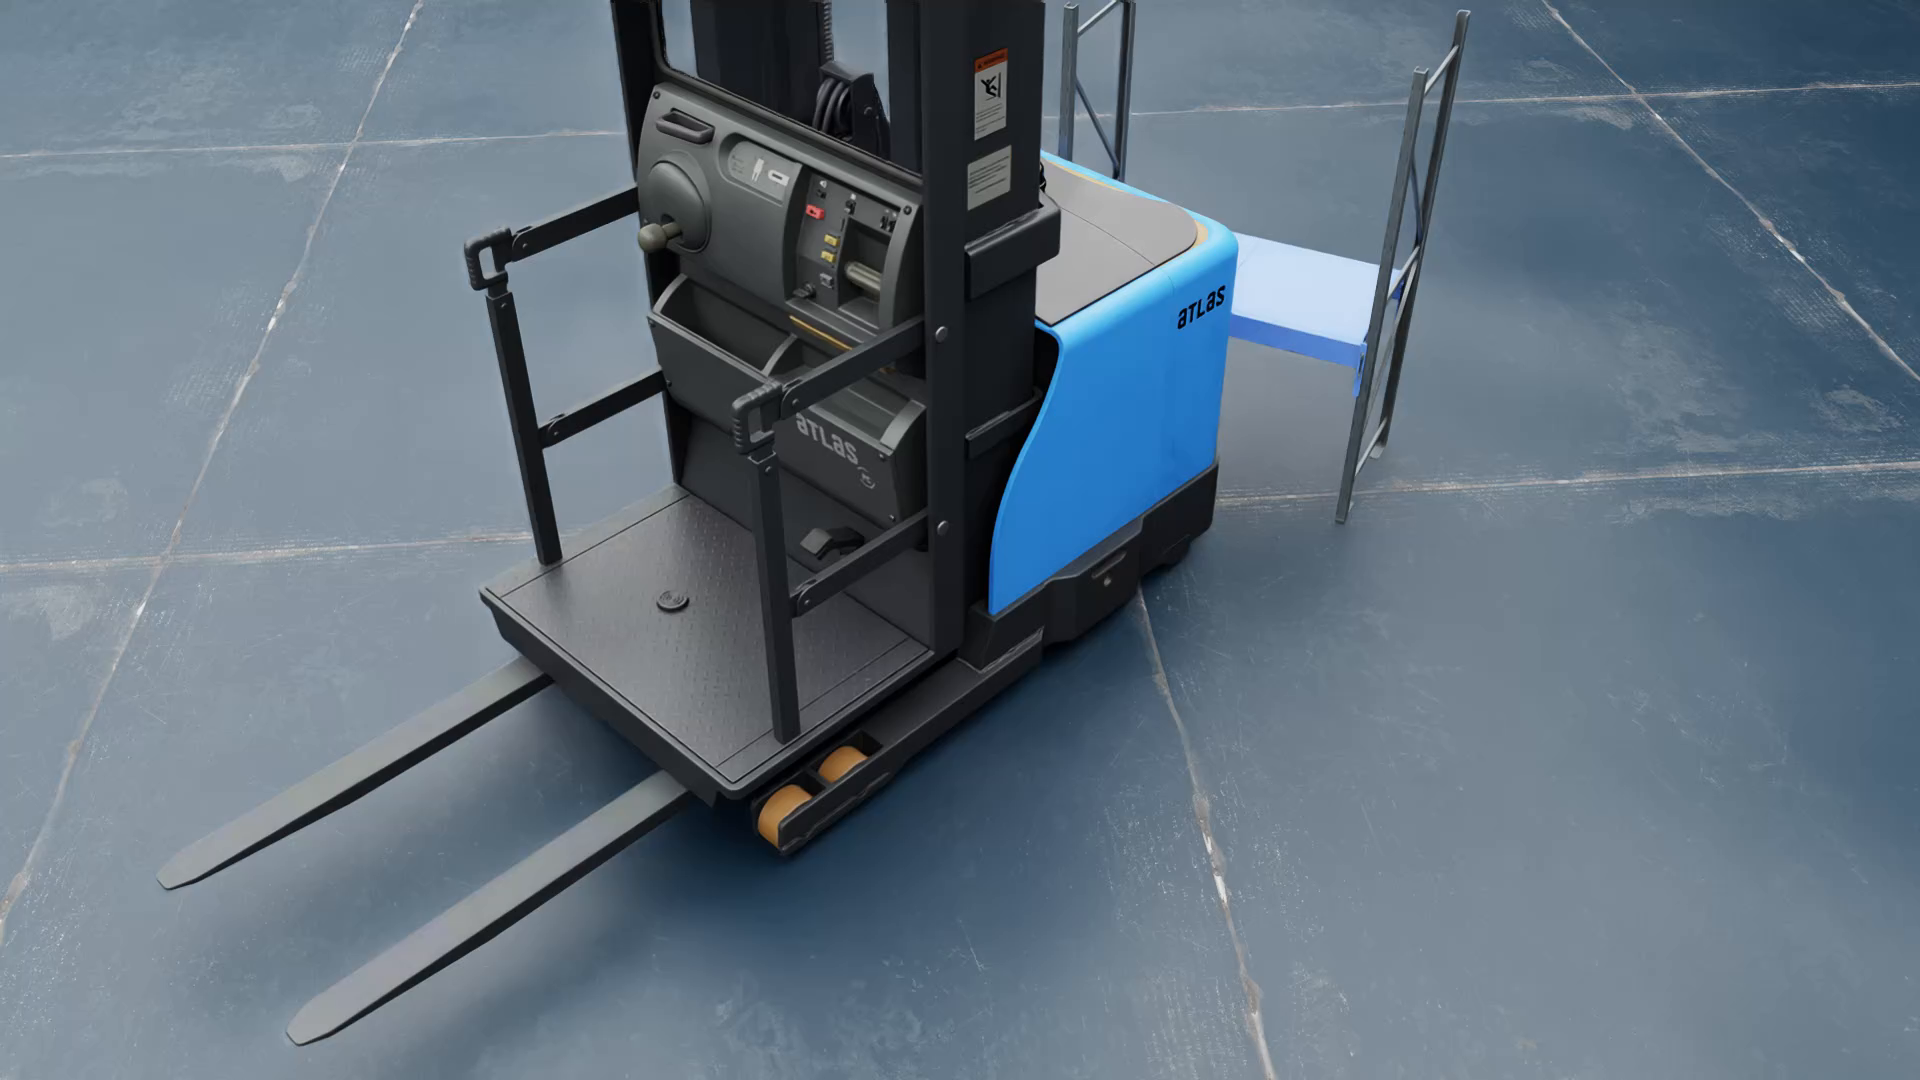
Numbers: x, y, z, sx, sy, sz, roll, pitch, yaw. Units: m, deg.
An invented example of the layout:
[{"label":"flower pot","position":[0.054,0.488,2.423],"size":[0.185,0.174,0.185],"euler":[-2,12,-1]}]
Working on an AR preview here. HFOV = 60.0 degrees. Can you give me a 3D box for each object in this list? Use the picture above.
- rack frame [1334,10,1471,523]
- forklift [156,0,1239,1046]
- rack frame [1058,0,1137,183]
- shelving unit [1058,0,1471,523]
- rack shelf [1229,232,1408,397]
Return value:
[{"label":"rack frame","position":[1.328,-0.785,5.034],"size":[0.032,1.500,0.500],"euler":[18,42,21]},{"label":"forklift","position":[-0.594,-0.719,3.795],"size":[1.130,2.935,3.031],"euler":[31,48,33]},{"label":"rack frame","position":[0.425,-1.073,5.400],"size":[0.032,1.500,0.500],"euler":[18,42,21]},{"label":"shelving unit","position":[0.876,-0.929,5.217],"size":[1.048,1.500,0.538],"euler":[18,42,21]},{"label":"rack shelf","position":[0.876,-0.788,5.328],"size":[1.000,0.185,0.538],"euler":[18,42,21]}]
